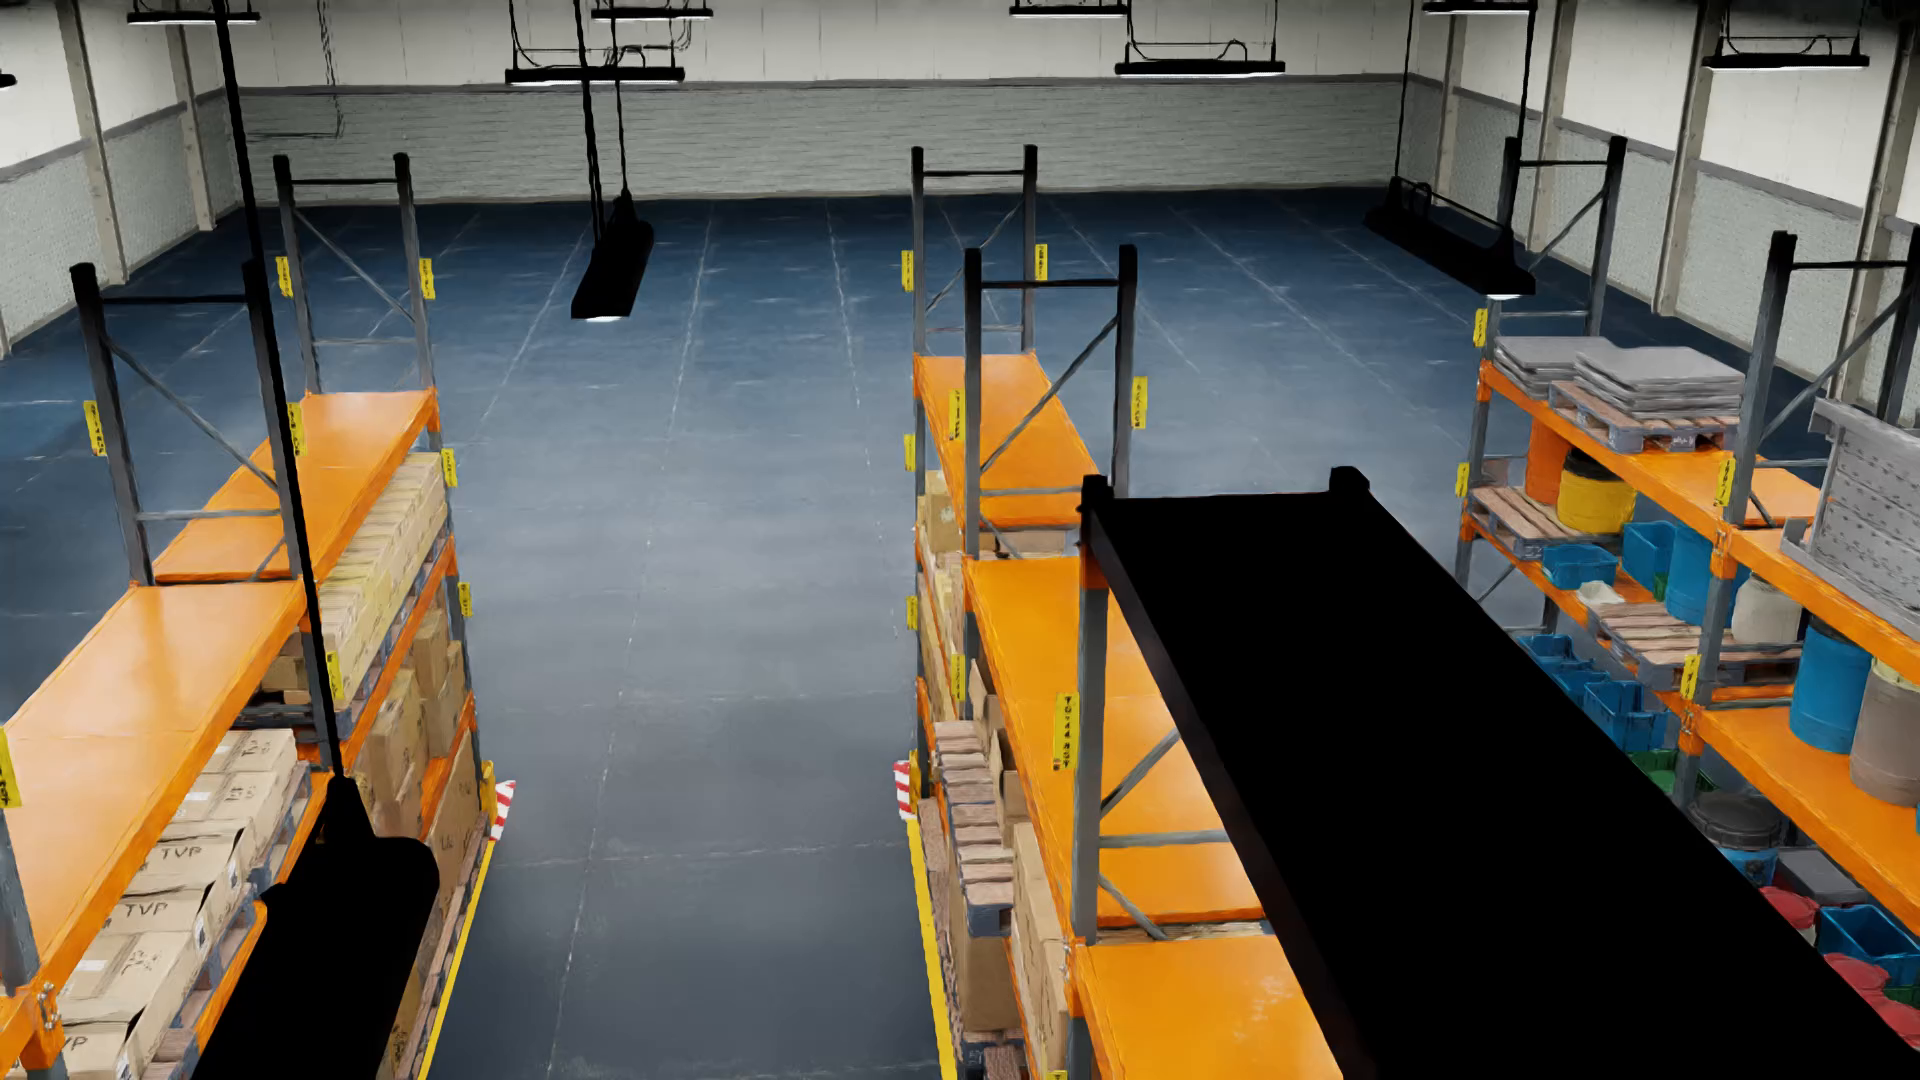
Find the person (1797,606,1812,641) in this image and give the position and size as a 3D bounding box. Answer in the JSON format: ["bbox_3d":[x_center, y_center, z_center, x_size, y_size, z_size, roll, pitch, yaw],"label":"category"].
[{"bbox_3d":[8.623,0.864,17.297,0.660,1.580,0.811,-9,23,-22],"label":"person"}]
